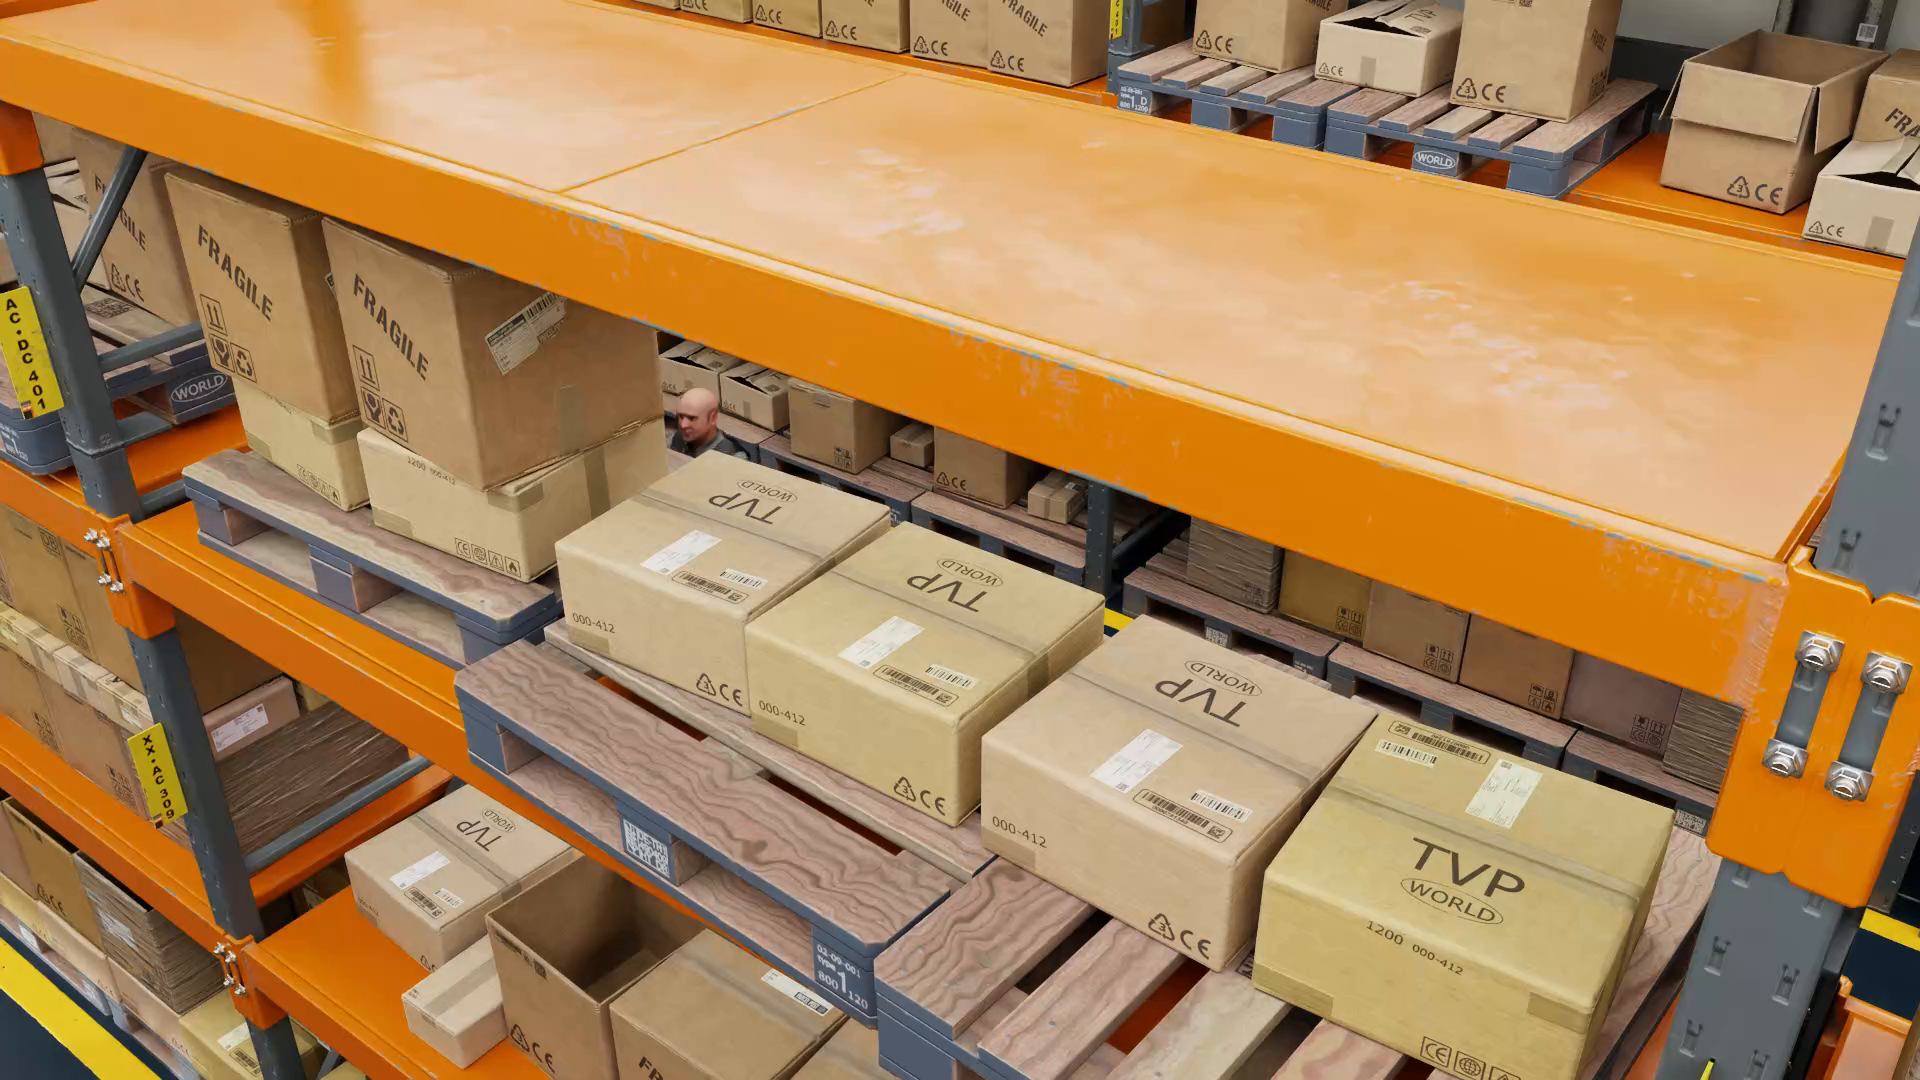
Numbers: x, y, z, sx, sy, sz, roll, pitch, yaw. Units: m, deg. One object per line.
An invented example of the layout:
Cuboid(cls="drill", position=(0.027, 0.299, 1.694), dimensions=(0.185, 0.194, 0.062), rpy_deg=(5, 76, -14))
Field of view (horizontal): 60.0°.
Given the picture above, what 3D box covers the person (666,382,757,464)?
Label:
Cuboid(cls="person", position=(-1.221, 0.059, 8.006), dimensions=(0.536, 1.727, 0.513), rpy_deg=(21, 36, 31))
